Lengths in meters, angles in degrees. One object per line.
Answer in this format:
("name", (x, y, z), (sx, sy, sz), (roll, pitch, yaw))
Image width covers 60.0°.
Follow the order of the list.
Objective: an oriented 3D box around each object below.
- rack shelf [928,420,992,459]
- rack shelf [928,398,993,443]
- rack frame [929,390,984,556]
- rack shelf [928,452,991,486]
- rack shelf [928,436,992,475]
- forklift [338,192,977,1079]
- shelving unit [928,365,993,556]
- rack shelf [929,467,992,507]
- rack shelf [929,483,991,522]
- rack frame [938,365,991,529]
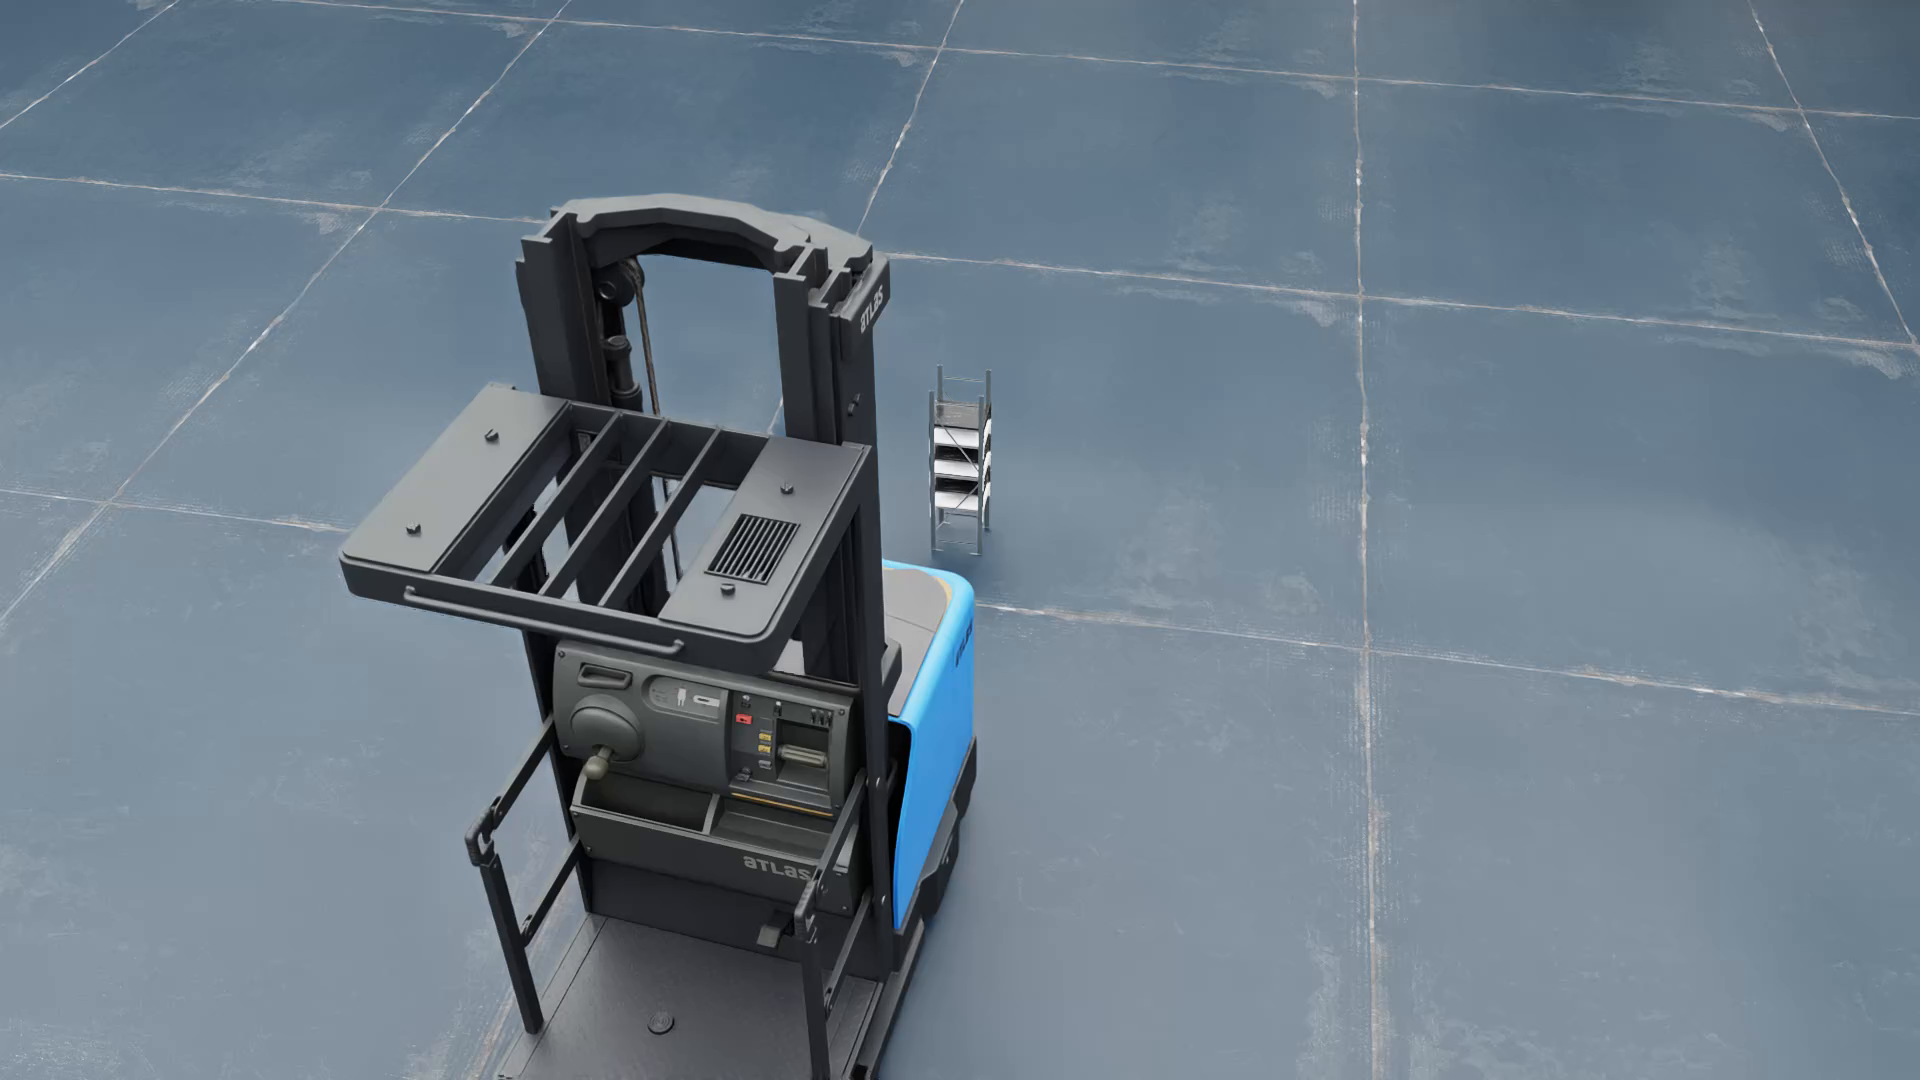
("rack shelf", (0.001, -0.465, 7.473), (0.258, 0.077, 0.200), (6, 40, 8))
("rack shelf", (0.001, -0.534, 7.415), (0.258, 0.077, 0.200), (6, 40, 8))
("rack frame", (-0.016, -0.288, 7.489), (0.240, 0.900, 0.006), (6, 40, 8))
("rack shelf", (0.001, -0.326, 7.588), (0.258, 0.077, 0.200), (6, 40, 8))
("rack shelf", (0.001, -0.396, 7.530), (0.258, 0.077, 0.200), (6, 40, 8))
("forklift", (-0.827, 0.645, 4.766), (1.130, 2.935, 3.031), (10, 41, 12))
("shelving unit", (0.001, -0.352, 7.566), (0.258, 0.900, 0.210), (6, 40, 8))
("rack shelf", (0.001, -0.257, 7.645), (0.258, 0.077, 0.200), (6, 40, 8))
("rack shelf", (0.001, -0.187, 7.702), (0.258, 0.077, 0.200), (6, 40, 8))
("rack frame", (0.019, -0.416, 7.643), (0.240, 0.900, 0.006), (6, 40, 8))
